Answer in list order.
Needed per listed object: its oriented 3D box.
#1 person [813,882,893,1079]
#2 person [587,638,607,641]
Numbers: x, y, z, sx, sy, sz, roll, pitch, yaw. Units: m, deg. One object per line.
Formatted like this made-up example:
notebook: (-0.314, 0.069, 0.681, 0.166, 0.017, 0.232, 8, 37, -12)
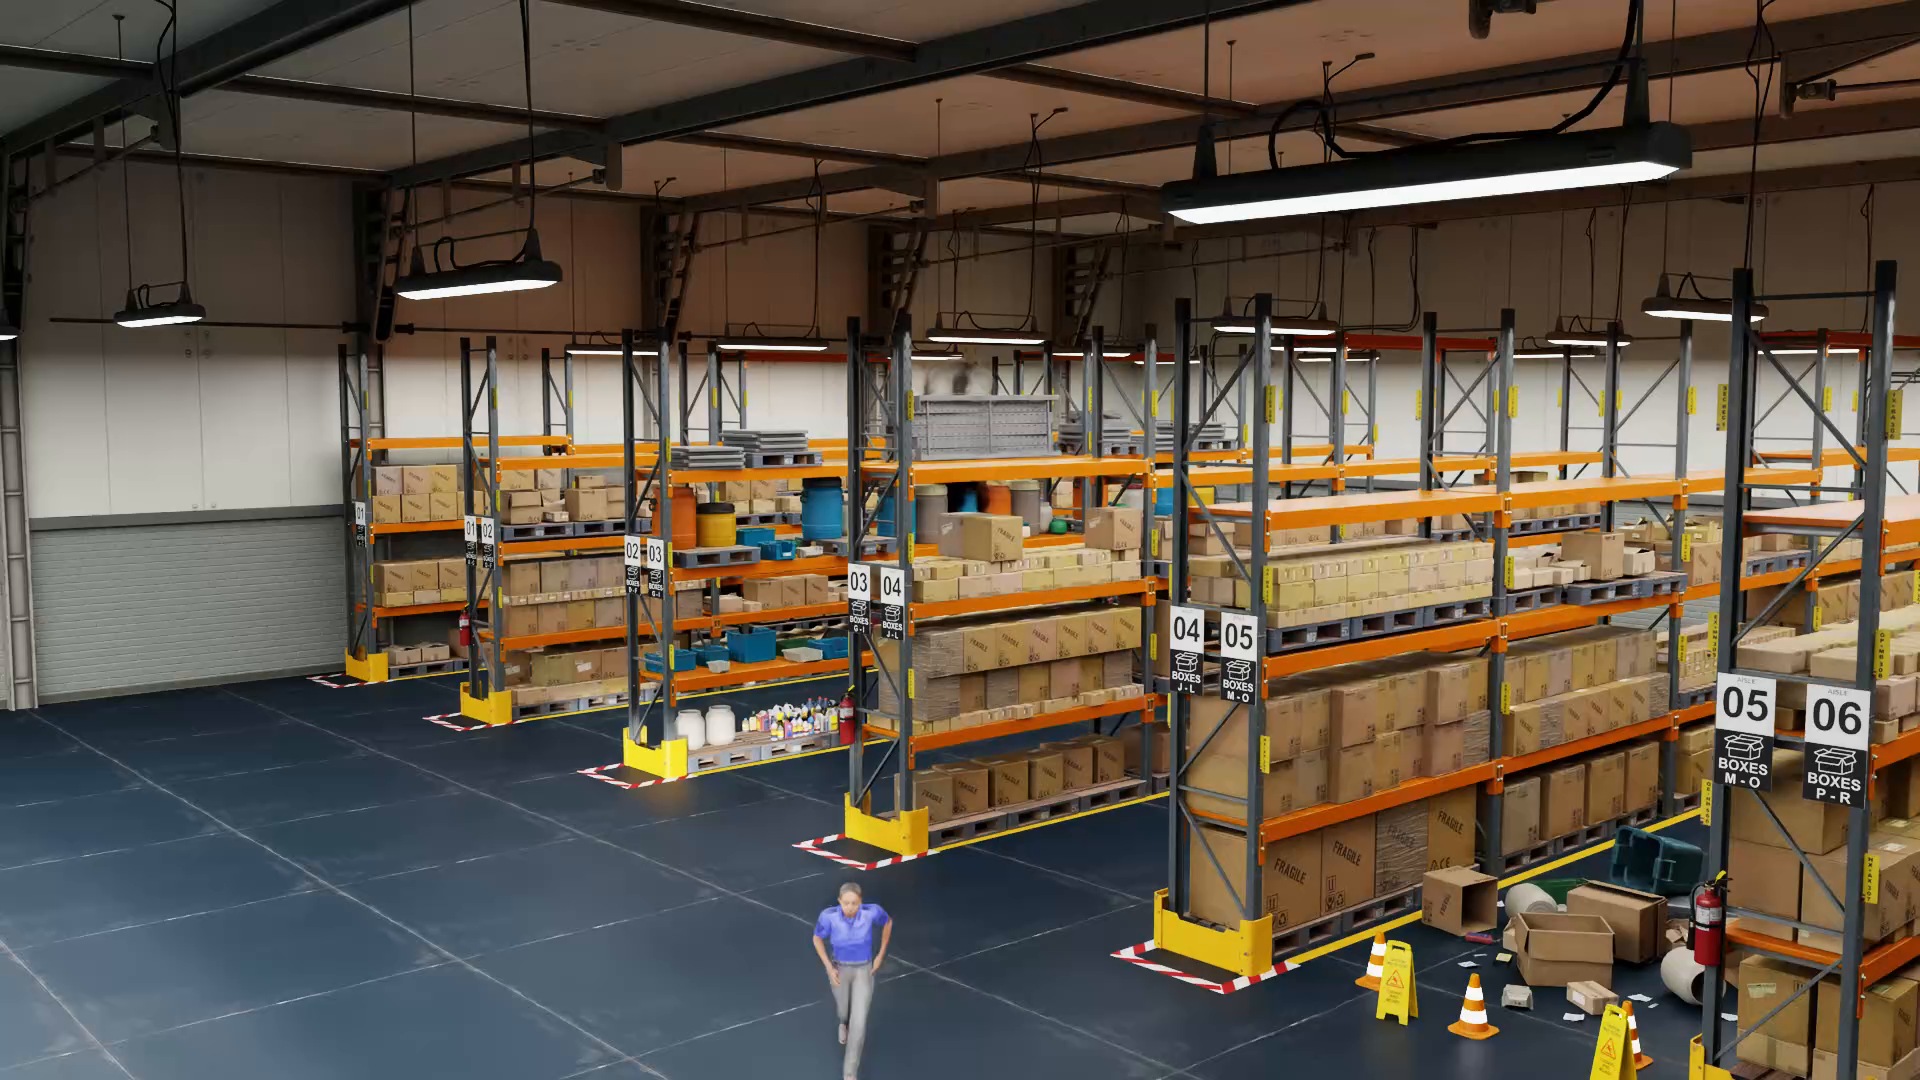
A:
person: (-0.817, 3.275, 12.588, 0.601, 1.615, 0.957, -1, 5, -8)
person: (-6.549, 1.761, 29.315, 0.694, 1.571, 0.876, 4, 6, 36)
